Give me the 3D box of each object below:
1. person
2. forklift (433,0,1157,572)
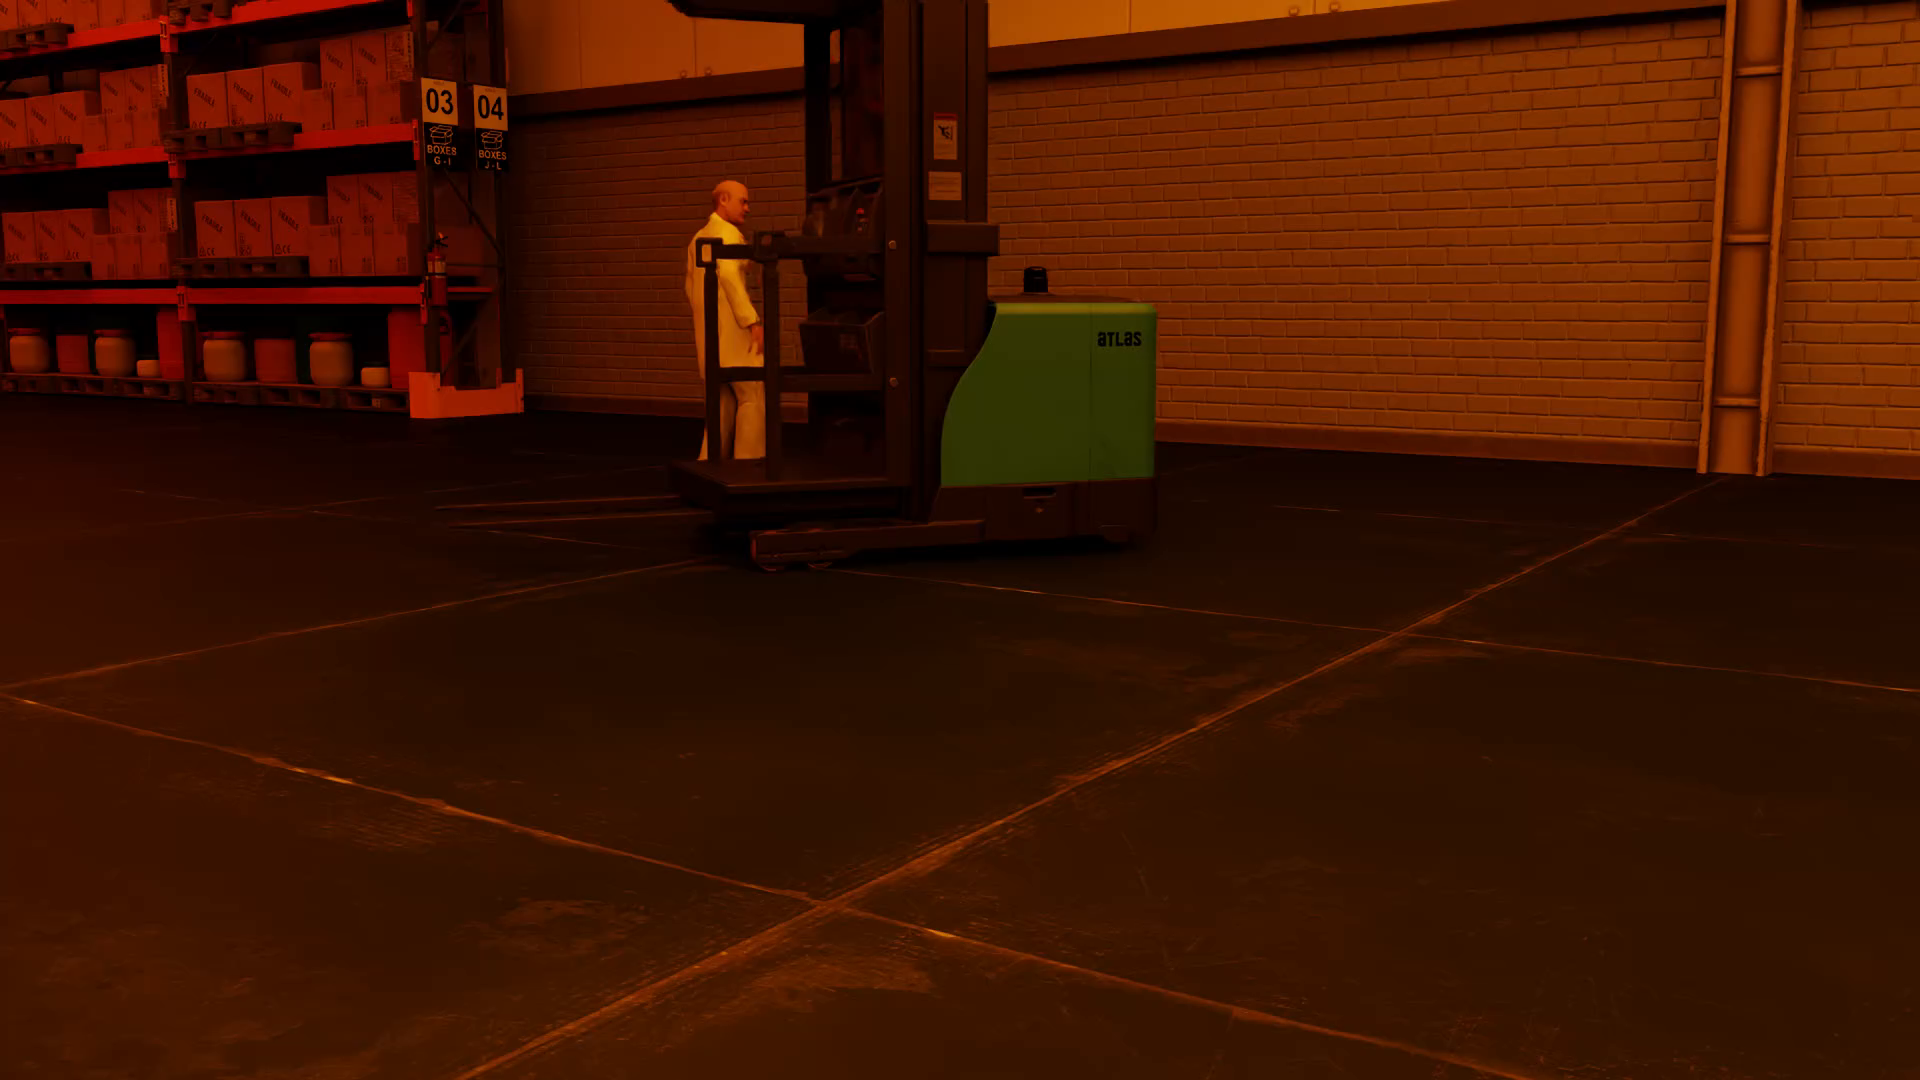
[{"bbox_3d":[-1.277,-1.170,9.564,0.517,1.764,0.763,-5,10,-33],"label":"person"},{"bbox_3d":[-0.691,-1.407,7.090,3.031,2.935,1.130,-3,9,-22],"label":"forklift"}]
